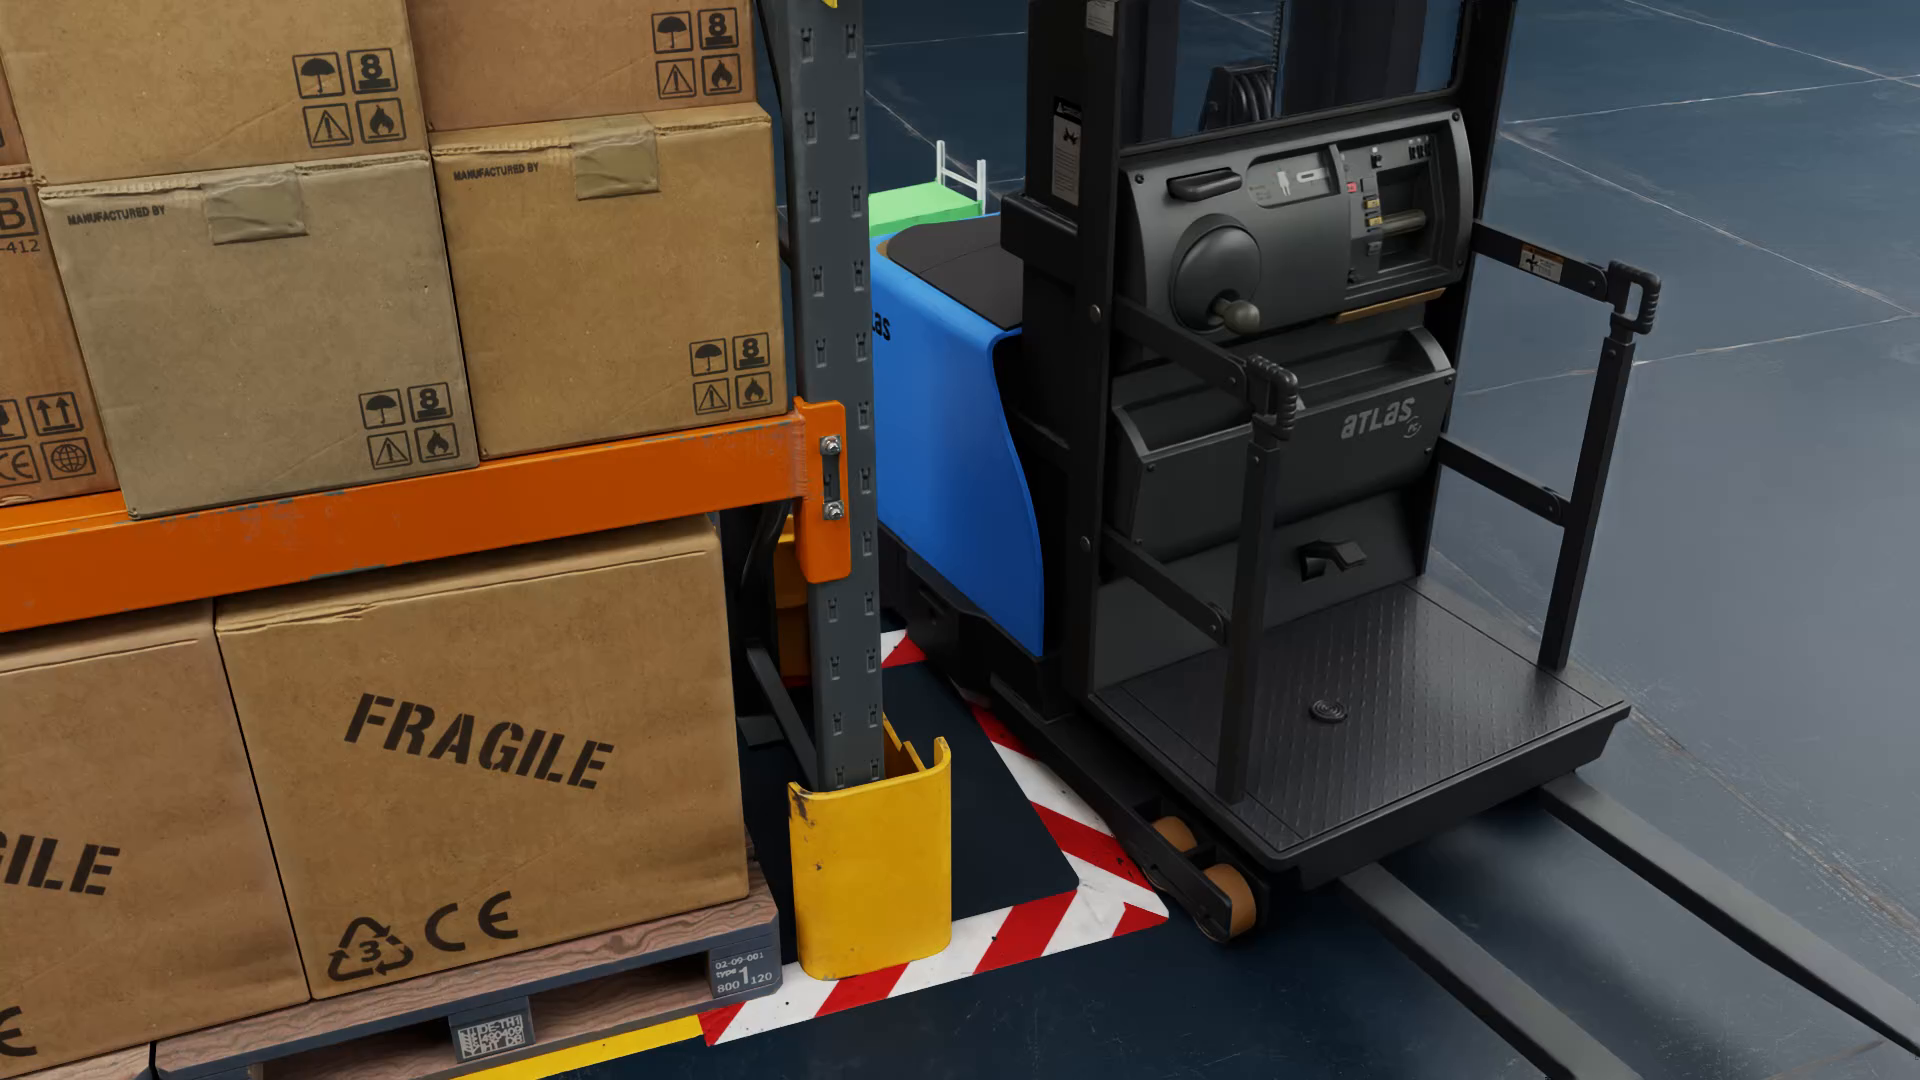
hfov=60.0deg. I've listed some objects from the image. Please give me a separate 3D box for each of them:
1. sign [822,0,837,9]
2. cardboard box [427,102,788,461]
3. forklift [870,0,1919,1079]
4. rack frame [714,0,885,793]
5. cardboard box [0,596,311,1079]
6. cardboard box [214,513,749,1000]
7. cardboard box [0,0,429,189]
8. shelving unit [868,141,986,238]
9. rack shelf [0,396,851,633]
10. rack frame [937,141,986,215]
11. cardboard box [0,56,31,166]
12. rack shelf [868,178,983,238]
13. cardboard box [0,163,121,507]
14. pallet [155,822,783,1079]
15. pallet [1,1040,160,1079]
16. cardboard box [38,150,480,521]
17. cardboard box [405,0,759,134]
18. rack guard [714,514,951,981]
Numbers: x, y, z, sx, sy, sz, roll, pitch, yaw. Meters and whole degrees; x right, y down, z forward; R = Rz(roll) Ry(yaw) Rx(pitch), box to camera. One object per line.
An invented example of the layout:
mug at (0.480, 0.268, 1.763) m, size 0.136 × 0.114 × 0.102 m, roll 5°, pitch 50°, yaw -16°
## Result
sign at (-0.211, -0.992, 2.552) m, size 0.005 × 0.325 × 0.100 m, roll -10°, pitch 31°, yaw -18°
cardboard box at (-0.719, -0.620, 3.157) m, size 0.550 × 0.550 × 0.875 m, roll -10°, pitch 31°, yaw -18°
forklift at (0.863, -0.649, 3.429) m, size 1.130 × 2.935 × 3.031 m, roll -17°, pitch 34°, yaw -27°
rack frame at (-0.387, -0.640, 3.343) m, size 0.127 × 3.000 × 1.000 m, roll -10°, pitch 31°, yaw -18°
cardboard box at (-1.824, 0.401, 3.238) m, size 0.875 × 0.875 × 0.875 m, roll -11°, pitch 31°, yaw -18°
cardboard box at (-1.000, 0.248, 3.506) m, size 0.875 × 0.875 × 0.875 m, roll -10°, pitch 31°, yaw -17°
cardboard box at (-1.232, -0.991, 2.716) m, size 0.550 × 0.550 × 0.875 m, roll -10°, pitch 31°, yaw -18°
shelving unit at (-0.203, -0.536, 4.978) m, size 0.503 × 1.200 × 0.258 m, roll -18°, pitch 34°, yaw -28°
rack shelf at (-2.262, 0.018, 2.915) m, size 4.000 × 0.370 × 1.077 m, roll -10°, pitch 31°, yaw -18°
rack frame at (0.002, -0.601, 5.092) m, size 0.015 × 1.200 × 0.240 m, roll -18°, pitch 34°, yaw -28°
cardboard box at (-1.804, -0.957, 2.657) m, size 0.550 × 0.550 × 0.875 m, roll -10°, pitch 31°, yaw -18°
rack shelf at (-0.203, -0.897, 4.772) m, size 0.480 × 0.148 × 0.258 m, roll -18°, pitch 34°, yaw -28°
cardboard box at (-1.796, -0.477, 2.905) m, size 0.550 × 0.550 × 0.875 m, roll -10°, pitch 31°, yaw -18°
pallet at (-1.109, 0.746, 3.728) m, size 1.213 × 0.211 × 1.003 m, roll -10°, pitch 31°, yaw -18°
pallet at (-2.251, 0.955, 3.361) m, size 1.213 × 0.211 × 1.003 m, roll -10°, pitch 31°, yaw -18°
cardboard box at (-1.227, -0.515, 2.972) m, size 0.550 × 0.550 × 0.875 m, roll -10°, pitch 31°, yaw -18°
cardboard box at (-0.749, -1.128, 2.958) m, size 0.550 × 0.550 × 0.875 m, roll -10°, pitch 31°, yaw -18°
rack guard at (-0.365, 0.442, 3.969) m, size 0.348 × 0.500 × 1.175 m, roll -10°, pitch 31°, yaw -18°
